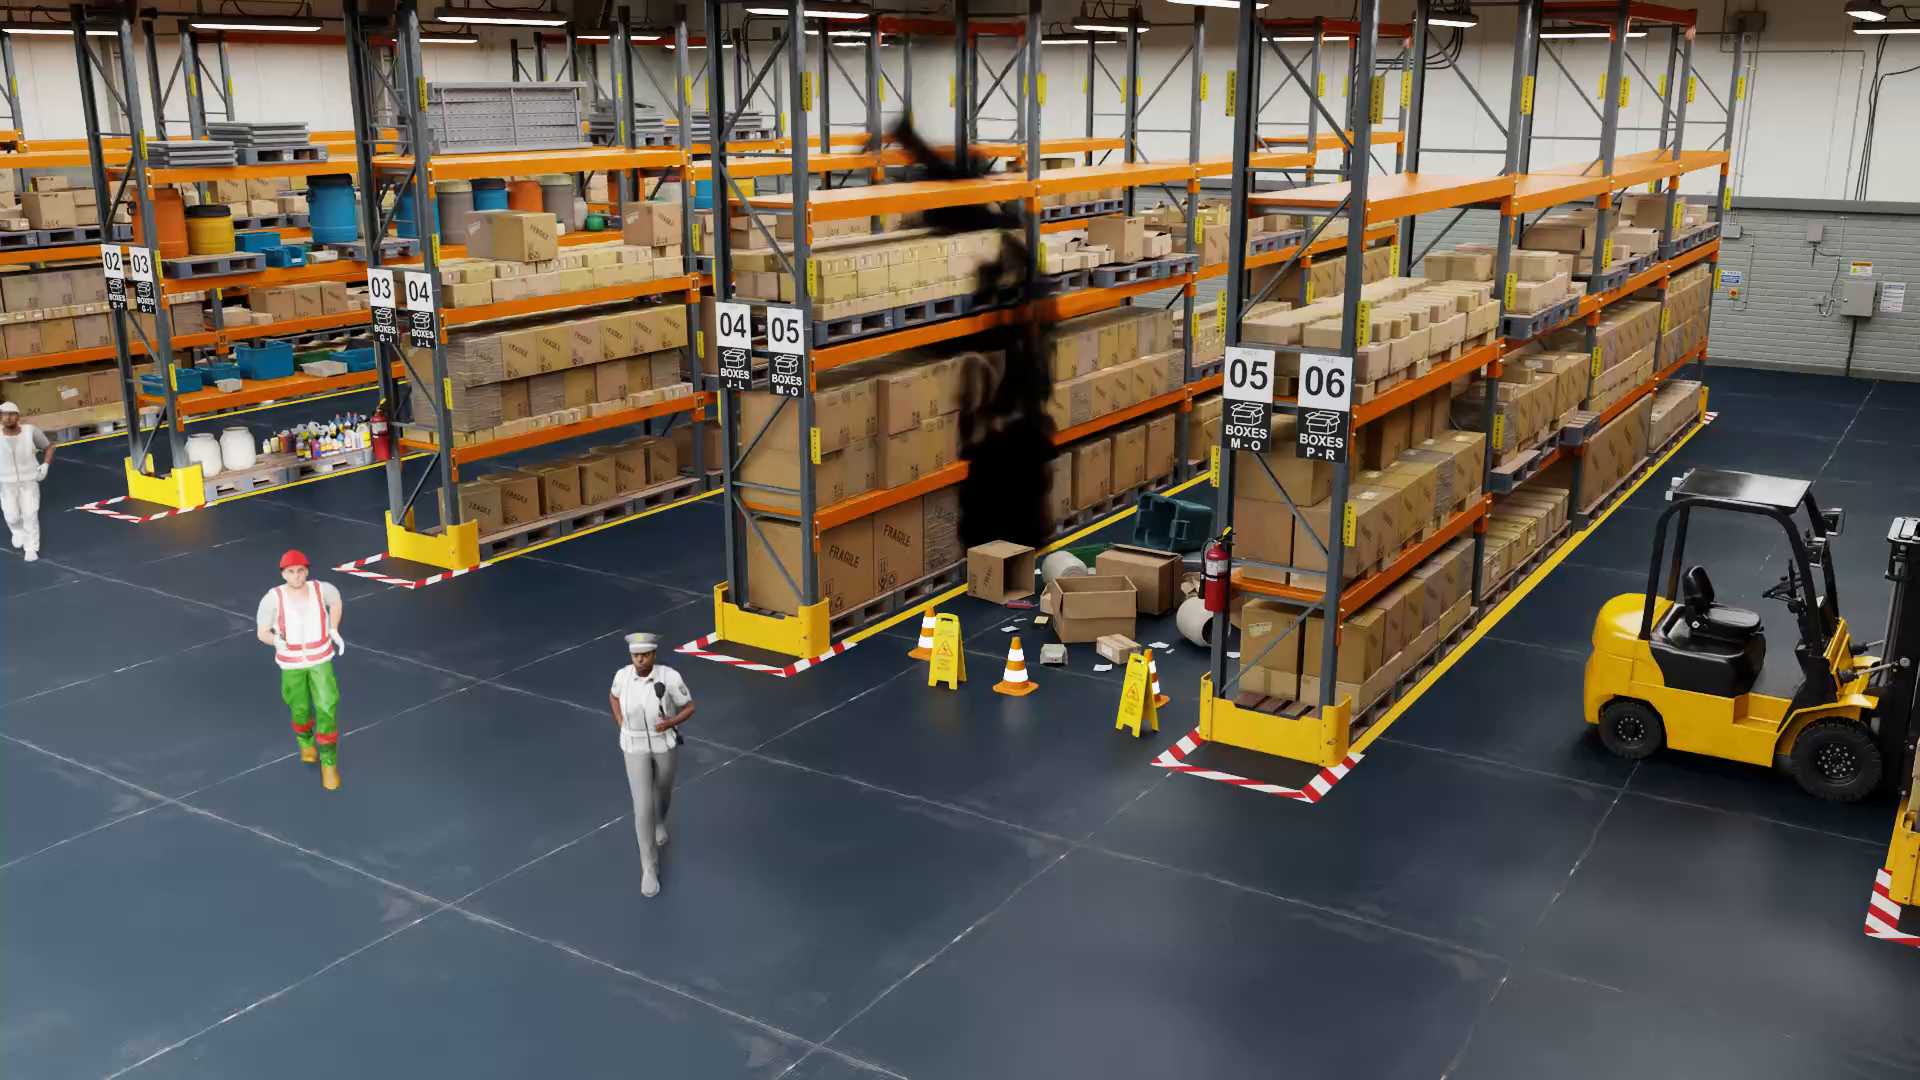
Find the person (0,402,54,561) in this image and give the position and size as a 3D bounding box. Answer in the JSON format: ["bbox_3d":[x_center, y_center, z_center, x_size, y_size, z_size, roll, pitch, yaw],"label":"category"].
[{"bbox_3d":[-10.390,-0.675,18.408,0.702,1.755,0.603,-8,17,-25],"label":"person"}]

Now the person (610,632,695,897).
[{"bbox_3d":[-2.029,1.397,11.048,0.561,1.730,0.842,-3,16,-9],"label":"person"}]

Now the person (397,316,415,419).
[{"bbox_3d":[-8.584,-2.836,26.172,0.640,1.853,0.801,9,18,29],"label":"person"}]

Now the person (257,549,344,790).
[{"bbox_3d":[-4.921,0.954,12.496,0.600,1.846,0.828,-6,17,-20],"label":"person"}]
